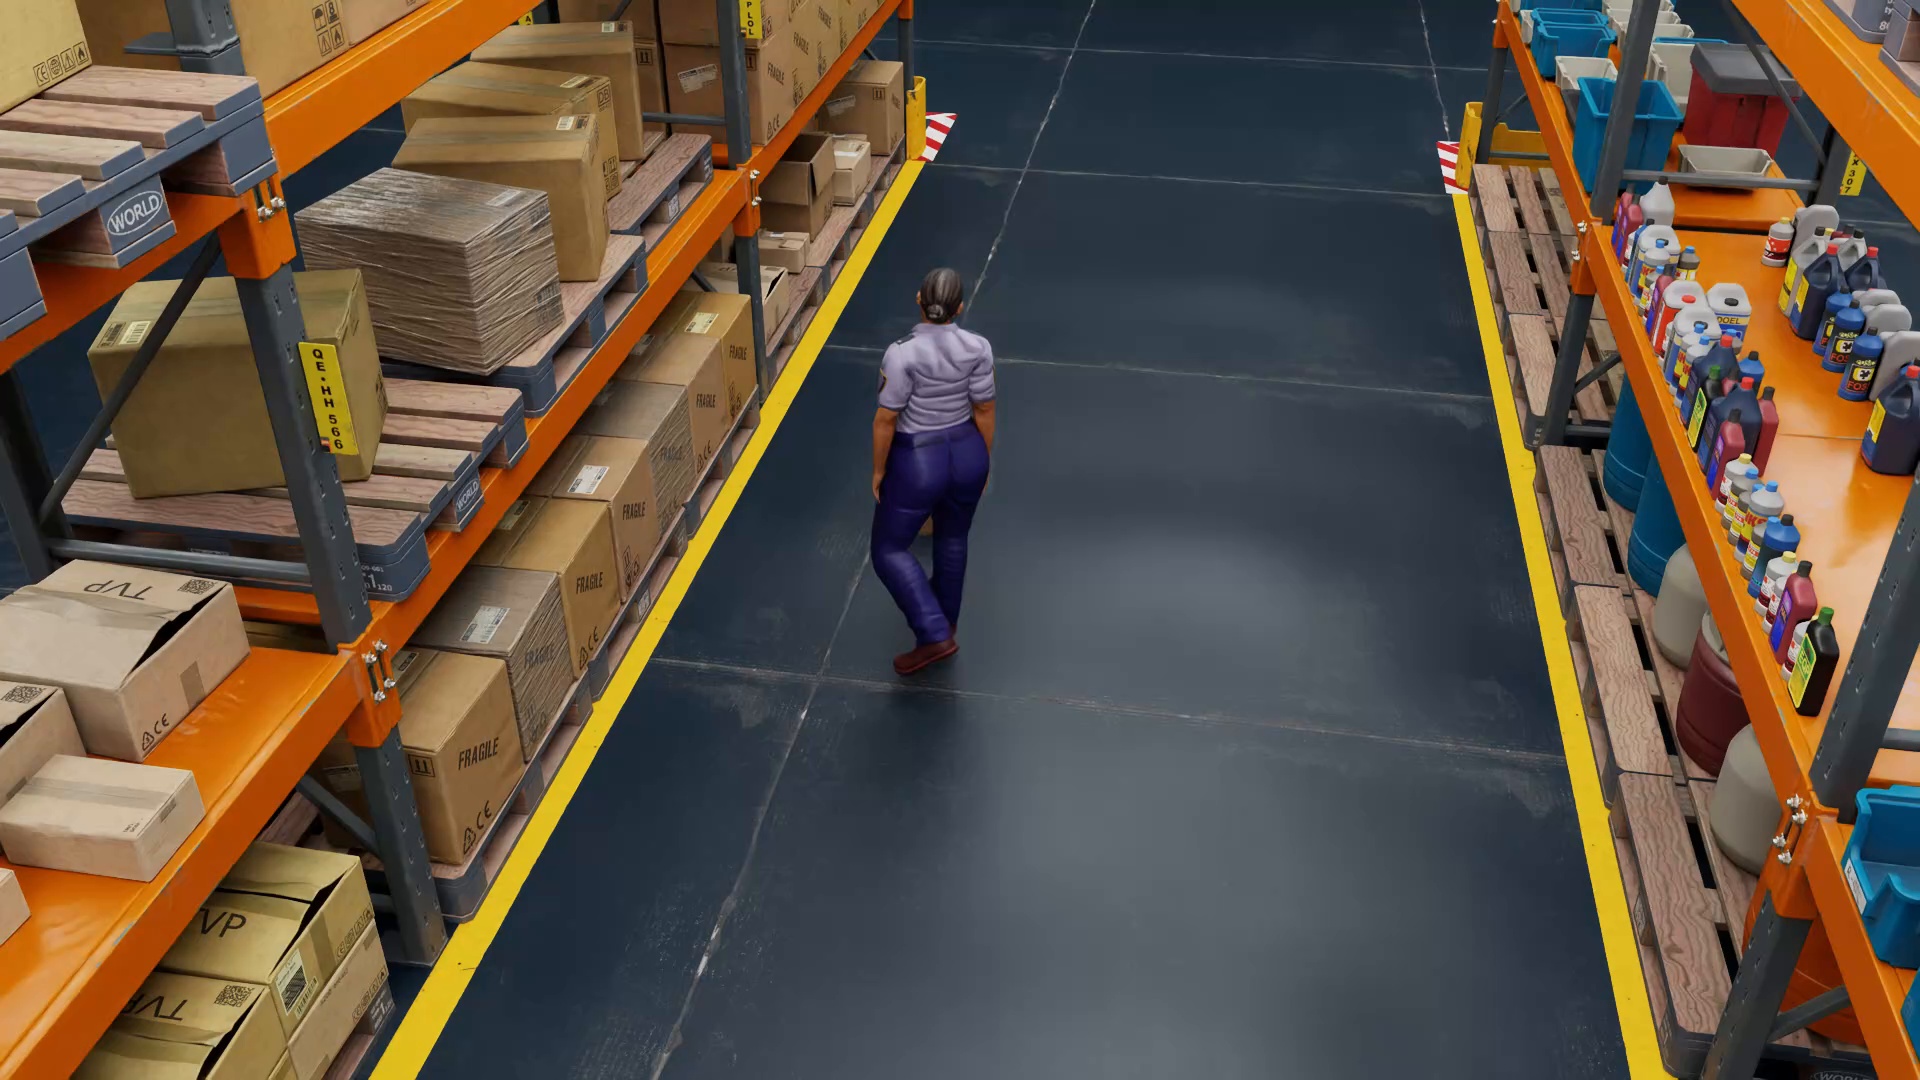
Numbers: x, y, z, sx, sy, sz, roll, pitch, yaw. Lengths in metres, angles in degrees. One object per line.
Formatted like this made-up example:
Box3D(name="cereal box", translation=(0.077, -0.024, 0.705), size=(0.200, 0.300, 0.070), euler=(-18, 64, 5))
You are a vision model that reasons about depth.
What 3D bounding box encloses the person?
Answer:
Box3D(name="person", translation=(-0.090, -0.247, 6.517), size=(0.539, 1.640, 0.639), euler=(-15, 36, -23))
